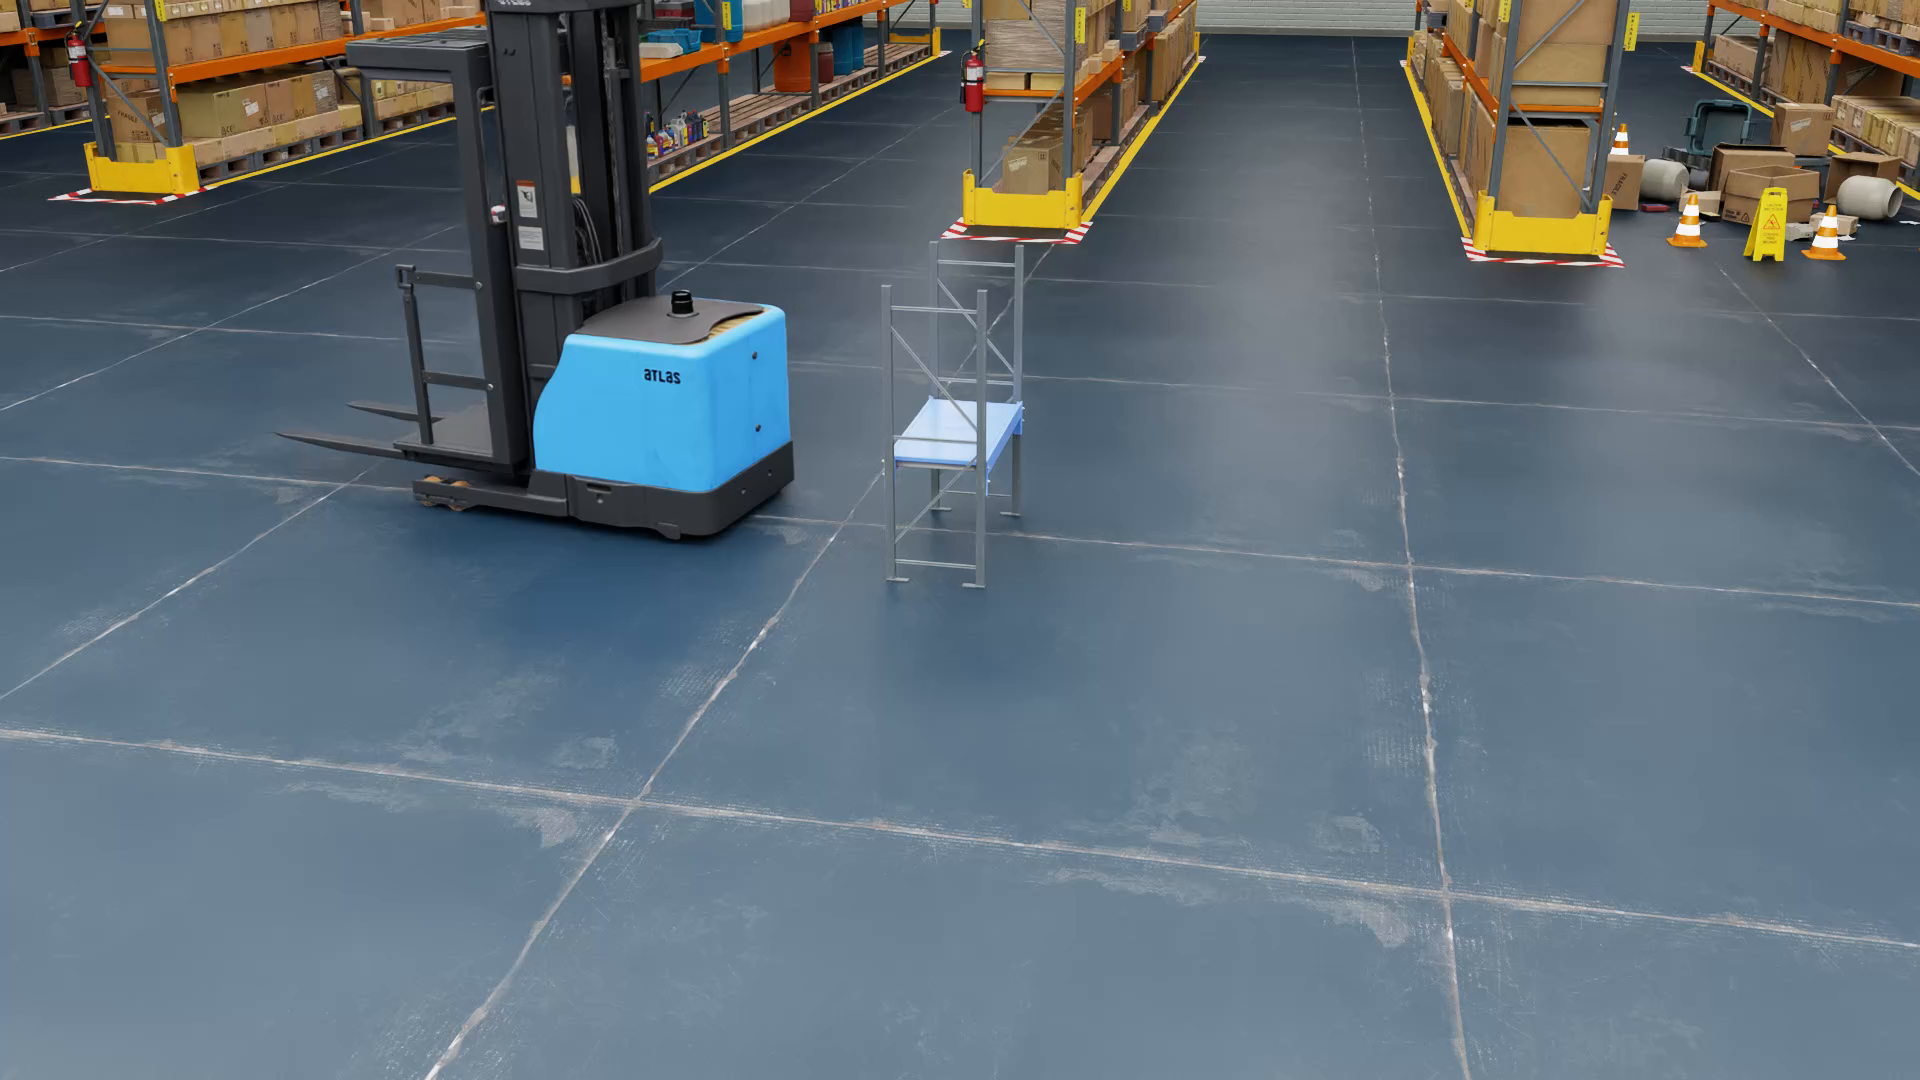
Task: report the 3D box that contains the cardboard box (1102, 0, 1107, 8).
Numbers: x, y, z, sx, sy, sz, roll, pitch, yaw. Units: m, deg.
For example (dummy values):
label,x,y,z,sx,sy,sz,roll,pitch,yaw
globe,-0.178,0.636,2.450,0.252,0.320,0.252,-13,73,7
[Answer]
label,x,y,z,sx,sy,sz,roll,pitch,yaw
cardboard box,1.298,-5.935,17.705,0.500,0.500,0.500,4,22,11

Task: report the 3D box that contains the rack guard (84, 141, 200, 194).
label,x,y,z,sx,sy,sz,roll,pitch,yaw
rack guard,-9.089,-4.146,18.480,1.175,0.500,0.348,4,22,11

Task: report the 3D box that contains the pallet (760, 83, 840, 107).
label,x,y,z,sx,sy,sz,roll,pitch,yaw
pallet,-2.483,-6.860,25.603,1.003,0.211,1.213,4,22,11

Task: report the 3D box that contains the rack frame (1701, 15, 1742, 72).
label,x,y,z,sx,sy,sz,roll,pitch,yaw
rack frame,13.579,-9.654,28.810,1.000,3.000,0.127,4,22,11

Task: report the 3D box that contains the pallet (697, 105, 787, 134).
label,x,y,z,sx,sy,sz,roll,pitch,yaw
pallet,-3.051,-5.843,23.079,1.003,0.211,1.213,4,22,11

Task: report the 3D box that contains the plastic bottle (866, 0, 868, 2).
label,x,y,z,sx,sy,sz,roll,pitch,yaw
plastic bottle,-1.554,-9.013,27.375,0.061,0.283,0.133,4,22,11

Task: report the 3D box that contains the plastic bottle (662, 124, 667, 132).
label,x,y,z,sx,sy,sz,roll,pitch,yaw
plastic bottle,-3.515,-4.846,19.917,0.061,0.283,0.133,4,22,11

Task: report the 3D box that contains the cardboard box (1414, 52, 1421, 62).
label,x,y,z,sx,sy,sz,roll,pitch,yaw
cardboard box,8.116,-8.421,29.002,0.380,0.149,0.250,5,22,12

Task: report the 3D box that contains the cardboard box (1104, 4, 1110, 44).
label,x,y,z,sx,sy,sz,roll,pitch,yaw
cardboard box,1.277,-6.046,19.317,0.875,0.500,0.500,4,22,11

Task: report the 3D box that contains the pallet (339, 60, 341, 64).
label,x,y,z,sx,sy,sz,roll,pitch,yaw
pallet,-11.254,-9.058,31.062,1.003,0.211,1.213,4,22,11

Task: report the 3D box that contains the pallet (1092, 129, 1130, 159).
label,x,y,z,sx,sy,sz,roll,pitch,yaw
pallet,1.587,-5.012,21.017,1.003,0.211,1.213,4,22,11

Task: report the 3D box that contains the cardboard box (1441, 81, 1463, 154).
label,x,y,z,sx,sy,sz,roll,pitch,yaw
cardboard box,6.303,-4.991,19.680,1.050,0.750,0.750,4,22,11

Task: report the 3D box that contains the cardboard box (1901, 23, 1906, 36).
label,x,y,z,sx,sy,sz,roll,pitch,yaw
cardboard box,11.188,-5.925,19.324,0.380,0.149,0.250,4,22,11

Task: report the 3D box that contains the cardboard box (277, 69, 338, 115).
label,x,y,z,sx,sy,sz,roll,pitch,yaw
cardboard box,-8.262,-5.677,21.048,0.500,0.500,0.500,4,22,11

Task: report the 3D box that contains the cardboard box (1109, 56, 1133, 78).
label,x,y,z,sx,sy,sz,roll,pitch,yaw
cardboard box,2.040,-6.434,22.568,0.500,0.250,0.500,7,23,17

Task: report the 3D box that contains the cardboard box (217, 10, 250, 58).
label,x,y,z,sx,sy,sz,roll,pitch,yaw
cardboard box,-8.767,-5.904,19.365,0.700,0.500,0.500,5,22,11

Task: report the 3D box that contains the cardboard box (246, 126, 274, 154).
label,x,y,z,sx,sy,sz,roll,pitch,yaw
cardboard box,-8.556,-4.779,19.823,0.500,0.250,0.500,4,22,11

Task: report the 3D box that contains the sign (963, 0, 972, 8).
label,x,y,z,sx,sy,sz,roll,pitch,yaw
sign,0.074,-5.291,16.004,0.100,0.325,0.005,4,22,11

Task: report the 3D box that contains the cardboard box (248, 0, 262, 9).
label,x,y,z,sx,sy,sz,roll,pitch,yaw
cardboard box,-8.479,-6.351,19.606,0.380,0.149,0.250,5,22,11

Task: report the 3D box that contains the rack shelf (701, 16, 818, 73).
label,x,y,z,sx,sy,sz,roll,pitch,yaw
rack shelf,-3.011,-6.796,22.677,1.077,0.370,4.000,4,22,11

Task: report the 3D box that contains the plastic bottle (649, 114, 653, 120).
label,x,y,z,sx,sy,sz,roll,pitch,yaw
plastic bottle,-3.849,-5.131,20.626,0.061,0.283,0.133,4,22,11

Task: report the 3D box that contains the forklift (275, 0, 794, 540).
label,x,y,z,sx,sy,sz,roll,pitch,yaw
forklift,-2.519,-1.693,9.134,3.031,2.935,1.130,8,23,20

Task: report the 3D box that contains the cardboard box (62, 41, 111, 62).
label,x,y,z,sx,sy,sz,roll,pitch,yaw
cardboard box,-12.795,-7.169,24.391,0.500,0.250,0.500,4,22,9

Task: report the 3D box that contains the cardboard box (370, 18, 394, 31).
label,x,y,z,sx,sy,sz,roll,pitch,yaw
cardboard box,-7.887,-6.969,22.480,0.380,0.149,0.250,4,22,11

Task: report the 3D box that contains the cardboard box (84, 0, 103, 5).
label,x,y,z,sx,sy,sz,roll,pitch,yaw
cardboard box,-12.756,-8.035,24.066,0.700,0.500,0.500,8,23,18

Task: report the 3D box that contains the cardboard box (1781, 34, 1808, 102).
label,x,y,z,sx,sy,sz,roll,pitch,yaw
cardboard box,12.538,-6.837,24.096,0.875,0.875,0.875,5,22,12

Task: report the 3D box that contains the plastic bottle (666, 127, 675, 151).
label,x,y,z,sx,sy,sz,roll,pitch,yaw
plastic bottle,-3.429,-4.750,19.695,0.097,0.271,0.097,0,22,0

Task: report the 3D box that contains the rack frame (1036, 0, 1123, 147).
label,x,y,z,sx,sy,sz,roll,pitch,yaw
rack frame,1.429,-6.021,19.788,1.000,3.000,0.127,4,22,11

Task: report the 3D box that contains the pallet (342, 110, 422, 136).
label,x,y,z,sx,sy,sz,roll,pitch,yaw
pallet,-8.156,-5.757,22.864,1.003,0.211,1.213,4,22,11

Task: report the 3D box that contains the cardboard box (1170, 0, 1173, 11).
label,x,y,z,sx,sy,sz,roll,pitch,yaw
cardboard box,3.026,-8.429,25.634,0.500,0.500,0.500,4,22,10

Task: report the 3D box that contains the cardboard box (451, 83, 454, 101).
label,x,y,z,sx,sy,sz,roll,pitch,yaw
cardboard box,-7.528,-6.576,24.286,0.500,0.250,0.500,5,22,12

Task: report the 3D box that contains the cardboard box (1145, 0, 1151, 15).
label,x,y,z,sx,sy,sz,roll,pitch,yaw
cardboard box,2.158,-7.313,22.300,0.700,0.500,0.500,8,23,19

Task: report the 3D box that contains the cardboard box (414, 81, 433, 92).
label,x,y,z,sx,sy,sz,roll,pitch,yaw
cardboard box,-7.728,-6.461,23.249,0.500,0.311,0.500,4,22,9

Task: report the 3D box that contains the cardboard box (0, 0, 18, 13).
label,x,y,z,sx,sy,sz,roll,pitch,yaw
cardboard box,-12.912,-7.245,21.998,0.500,0.500,0.500,4,22,11

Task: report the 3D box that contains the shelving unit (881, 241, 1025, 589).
label,x,y,z,sx,sy,sz,roll,pitch,yaw
shelving unit,-0.017,-0.664,8.496,0.538,1.500,1.048,4,22,11

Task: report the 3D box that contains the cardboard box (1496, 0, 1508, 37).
label,x,y,z,sx,sy,sz,roll,pitch,yaw
cardboard box,5.584,-5.054,15.742,0.875,0.550,0.550,4,22,11

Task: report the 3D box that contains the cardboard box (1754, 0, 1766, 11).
label,x,y,z,sx,sy,sz,roll,pitch,yaw
cardboard box,12.608,-8.427,25.628,0.500,0.500,0.500,5,22,11

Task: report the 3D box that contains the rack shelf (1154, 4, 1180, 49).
label,x,y,z,sx,sy,sz,roll,pitch,yaw
rack shelf,2.653,-7.882,25.371,1.077,0.370,4.000,4,22,11

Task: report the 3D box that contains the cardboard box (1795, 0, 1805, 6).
label,x,y,z,sx,sy,sz,roll,pitch,yaw
cardboard box,12.088,-7.654,23.374,0.500,0.250,0.500,4,22,9

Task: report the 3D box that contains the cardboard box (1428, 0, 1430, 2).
label,x,y,z,sx,sy,sz,roll,pitch,yaw
cardboard box,7.050,-7.931,24.305,0.380,0.149,0.250,3,22,8

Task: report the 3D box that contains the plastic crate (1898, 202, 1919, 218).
label,x,y,z,sx,sy,sz,roll,pitch,yaw
plastic crate,10.008,-3.400,17.188,0.402,0.080,0.583,-3,22,-8

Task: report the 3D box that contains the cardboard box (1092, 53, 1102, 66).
label,x,y,z,sx,sy,sz,roll,pitch,yaw
cardboard box,1.353,-5.256,18.225,0.380,0.149,0.250,4,22,11

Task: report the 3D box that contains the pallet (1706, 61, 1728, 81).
label,x,y,z,sx,sy,sz,roll,pitch,yaw
pallet,13.493,-8.062,28.590,1.003,0.211,1.213,4,22,11

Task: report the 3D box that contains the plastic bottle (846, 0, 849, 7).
label,x,y,z,sx,sy,sz,roll,pitch,yaw
plastic bottle,-1.806,-8.561,26.252,0.061,0.283,0.133,4,22,11

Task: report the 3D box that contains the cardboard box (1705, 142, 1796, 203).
label,x,y,z,sx,sy,sz,roll,pitch,yaw
cardboard box,8.377,-3.886,17.646,0.797,0.637,0.503,4,22,11

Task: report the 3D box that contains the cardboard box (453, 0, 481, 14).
label,x,y,z,sx,sy,sz,roll,pitch,yaw
cardboard box,-7.569,-8.069,24.994,0.500,0.311,0.500,6,23,14

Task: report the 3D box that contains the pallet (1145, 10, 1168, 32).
label,x,y,z,sx,sy,sz,roll,pitch,yaw
pallet,2.204,-7.126,22.789,1.213,0.211,1.003,4,22,11

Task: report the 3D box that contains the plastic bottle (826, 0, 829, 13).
label,x,y,z,sx,sy,sz,roll,pitch,yaw
plastic bottle,-2.032,-8.156,25.245,0.061,0.283,0.133,4,22,11

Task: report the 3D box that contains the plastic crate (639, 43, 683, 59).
label,x,y,z,sx,sy,sz,roll,pitch,yaw
plastic crate,-3.503,-5.663,19.253,0.530,0.136,0.437,4,22,11

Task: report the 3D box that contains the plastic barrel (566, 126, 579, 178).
label,x,y,z,sx,sy,sz,roll,pitch,yaw
plastic barrel,-4.176,-4.223,18.092,0.421,0.512,0.421,0,22,0

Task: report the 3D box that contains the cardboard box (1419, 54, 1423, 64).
label,x,y,z,sx,sy,sz,roll,pitch,yaw
cardboard box,7.730,-7.881,27.262,0.380,0.149,0.250,4,22,9

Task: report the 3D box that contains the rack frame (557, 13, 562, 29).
label,x,y,z,sx,sy,sz,roll,pitch,yaw
rack frame,-6.636,-9.703,28.932,1.000,3.000,0.127,4,22,11

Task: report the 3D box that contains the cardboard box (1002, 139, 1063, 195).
label,x,y,z,sx,sy,sz,roll,pitch,yaw
cardboard box,0.757,-3.821,17.109,0.500,0.500,0.500,9,24,21
